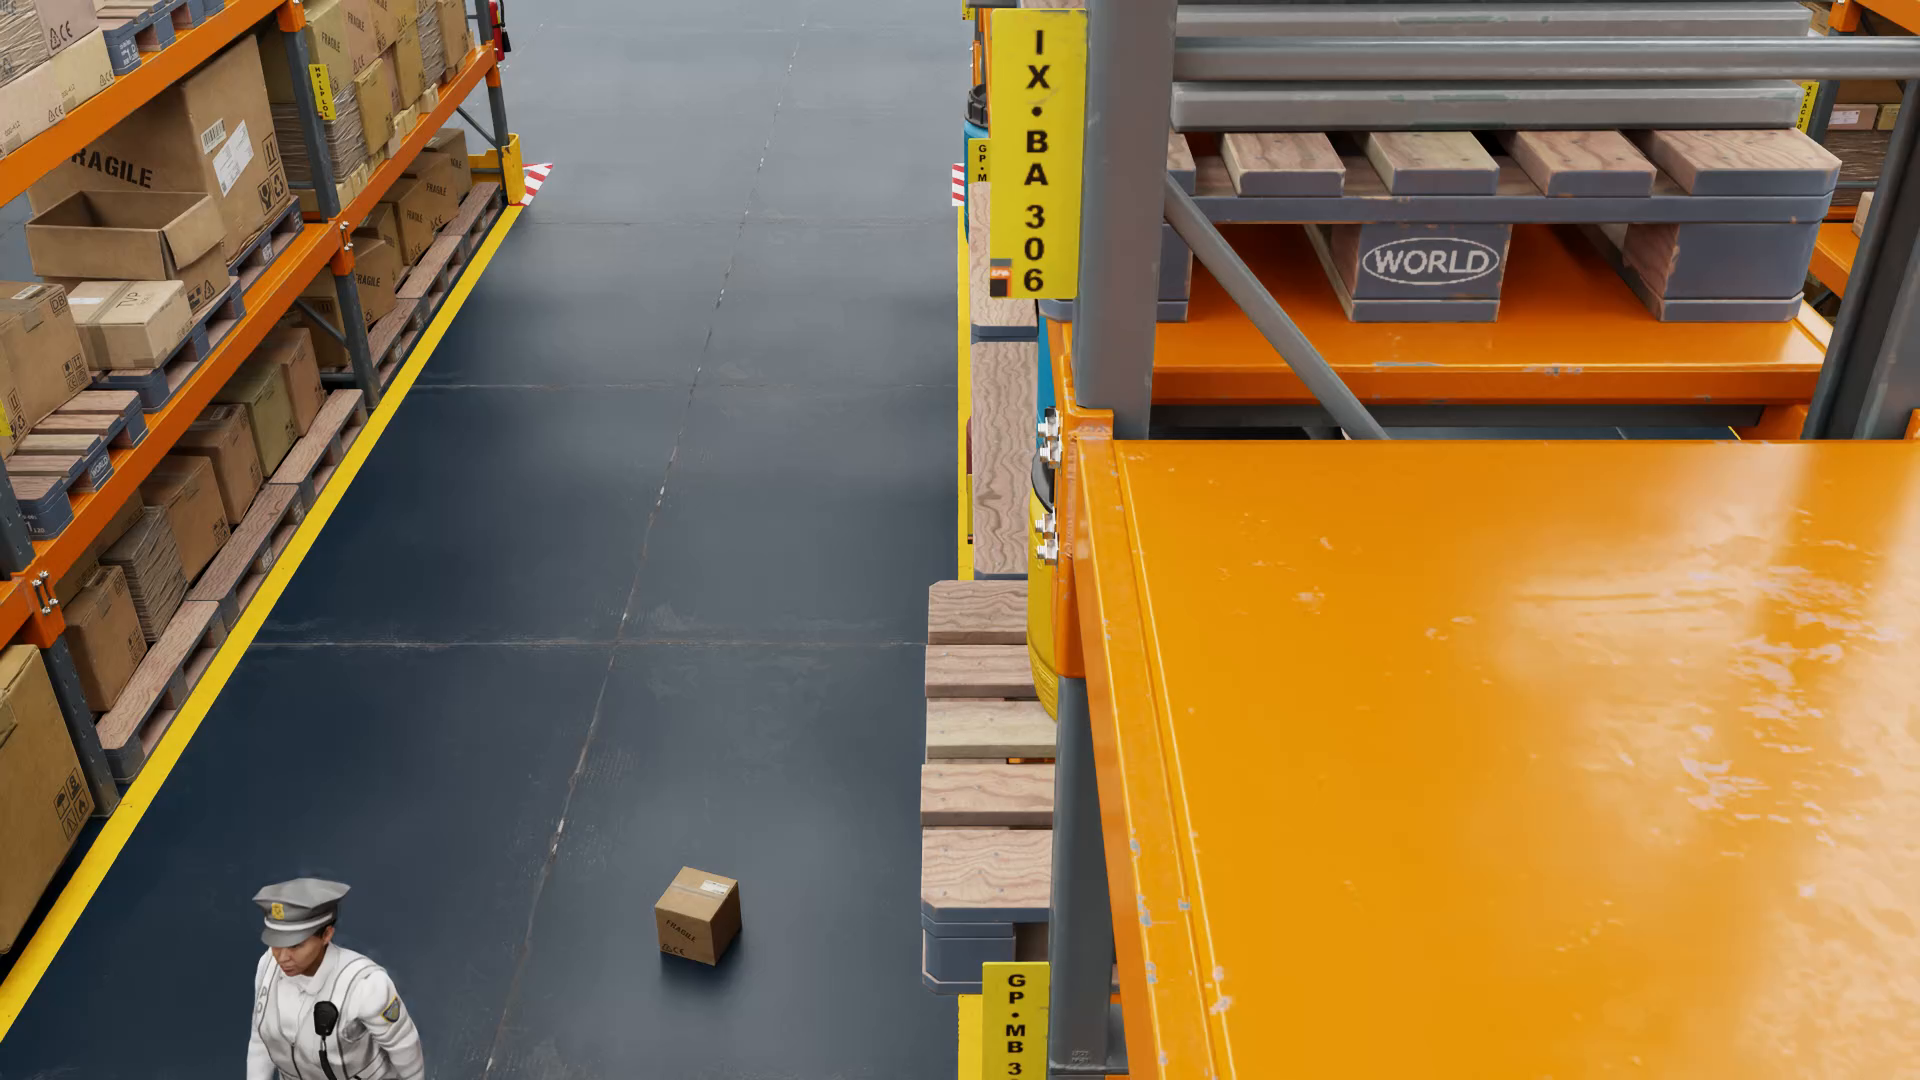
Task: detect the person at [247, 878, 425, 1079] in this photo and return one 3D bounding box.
[{"bbox_3d":[-1.937,1.735,5.094,0.479,1.681,0.872,12,34,19],"label":"person"}]
